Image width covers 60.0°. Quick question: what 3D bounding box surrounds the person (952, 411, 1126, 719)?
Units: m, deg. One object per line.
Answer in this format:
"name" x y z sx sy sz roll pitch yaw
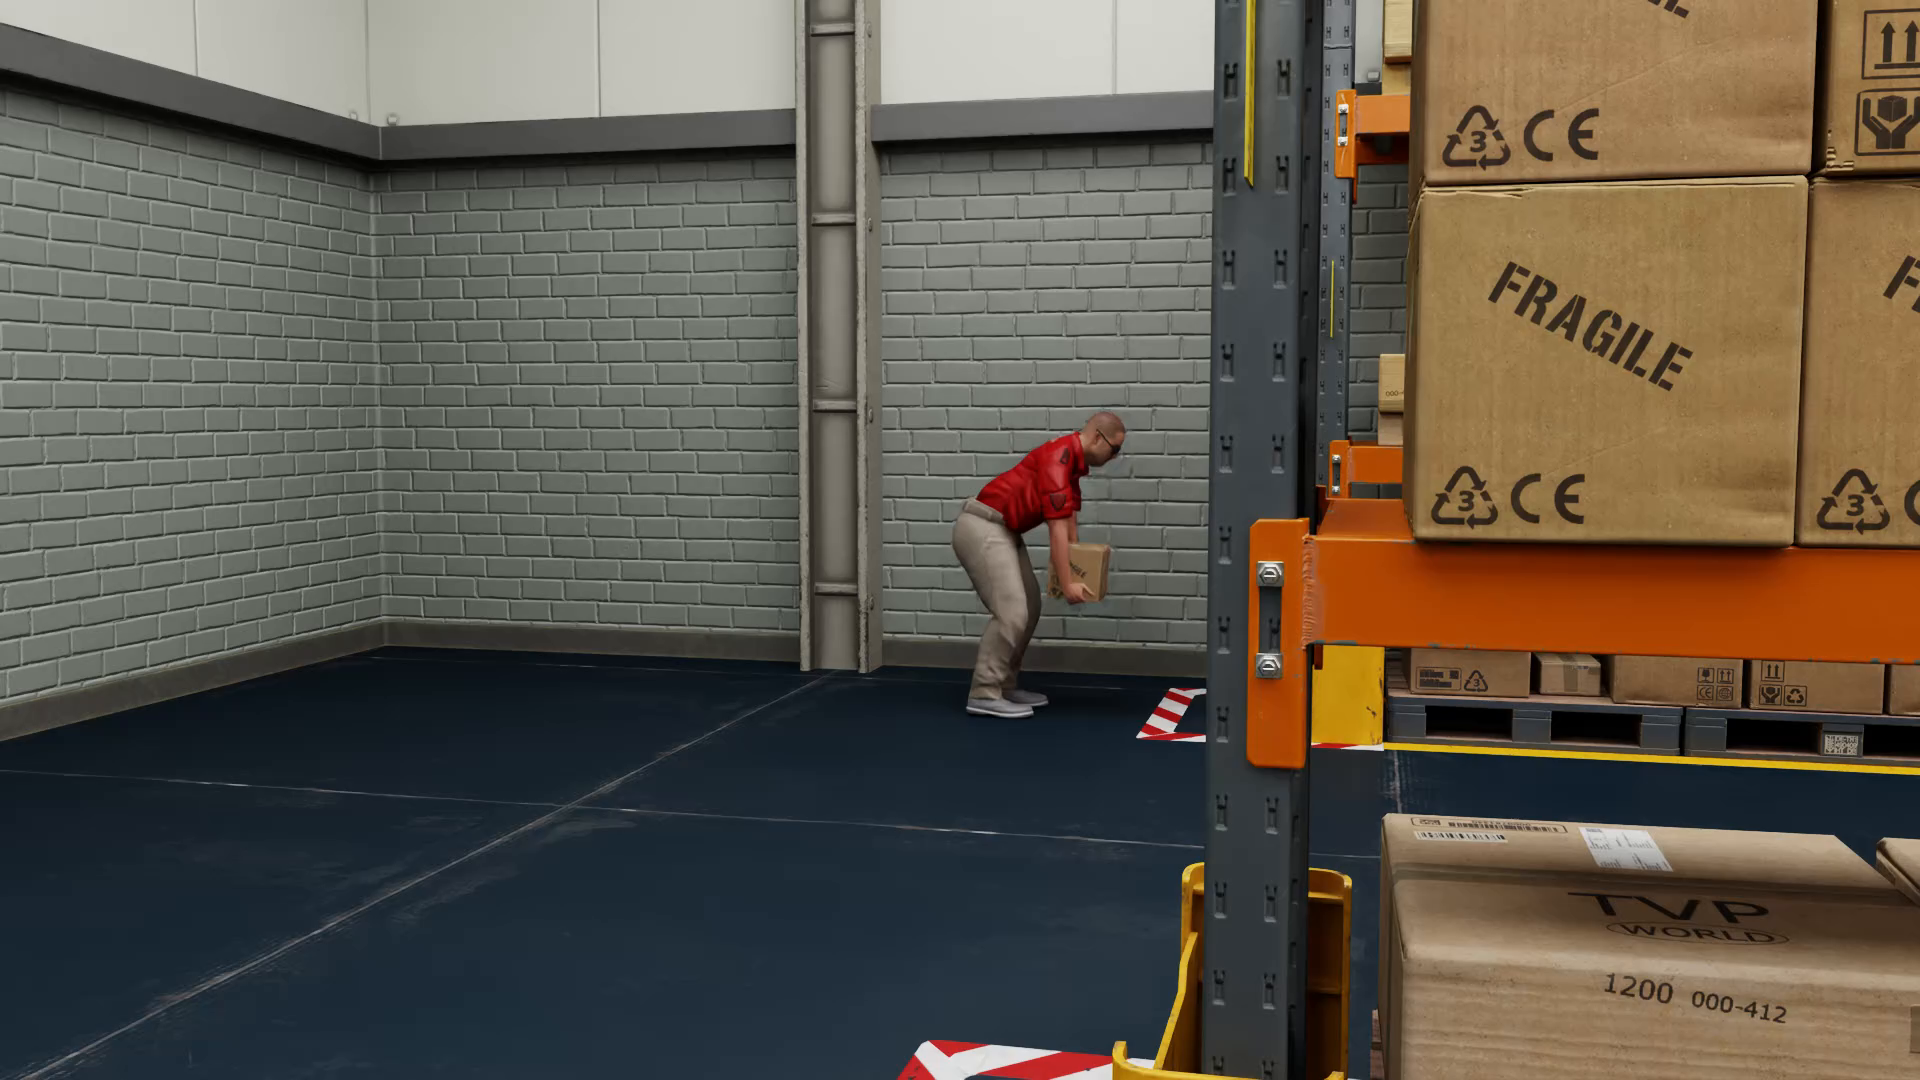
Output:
"person" 0.380 0.111 7.979 0.816 1.455 0.488 1 5 12
